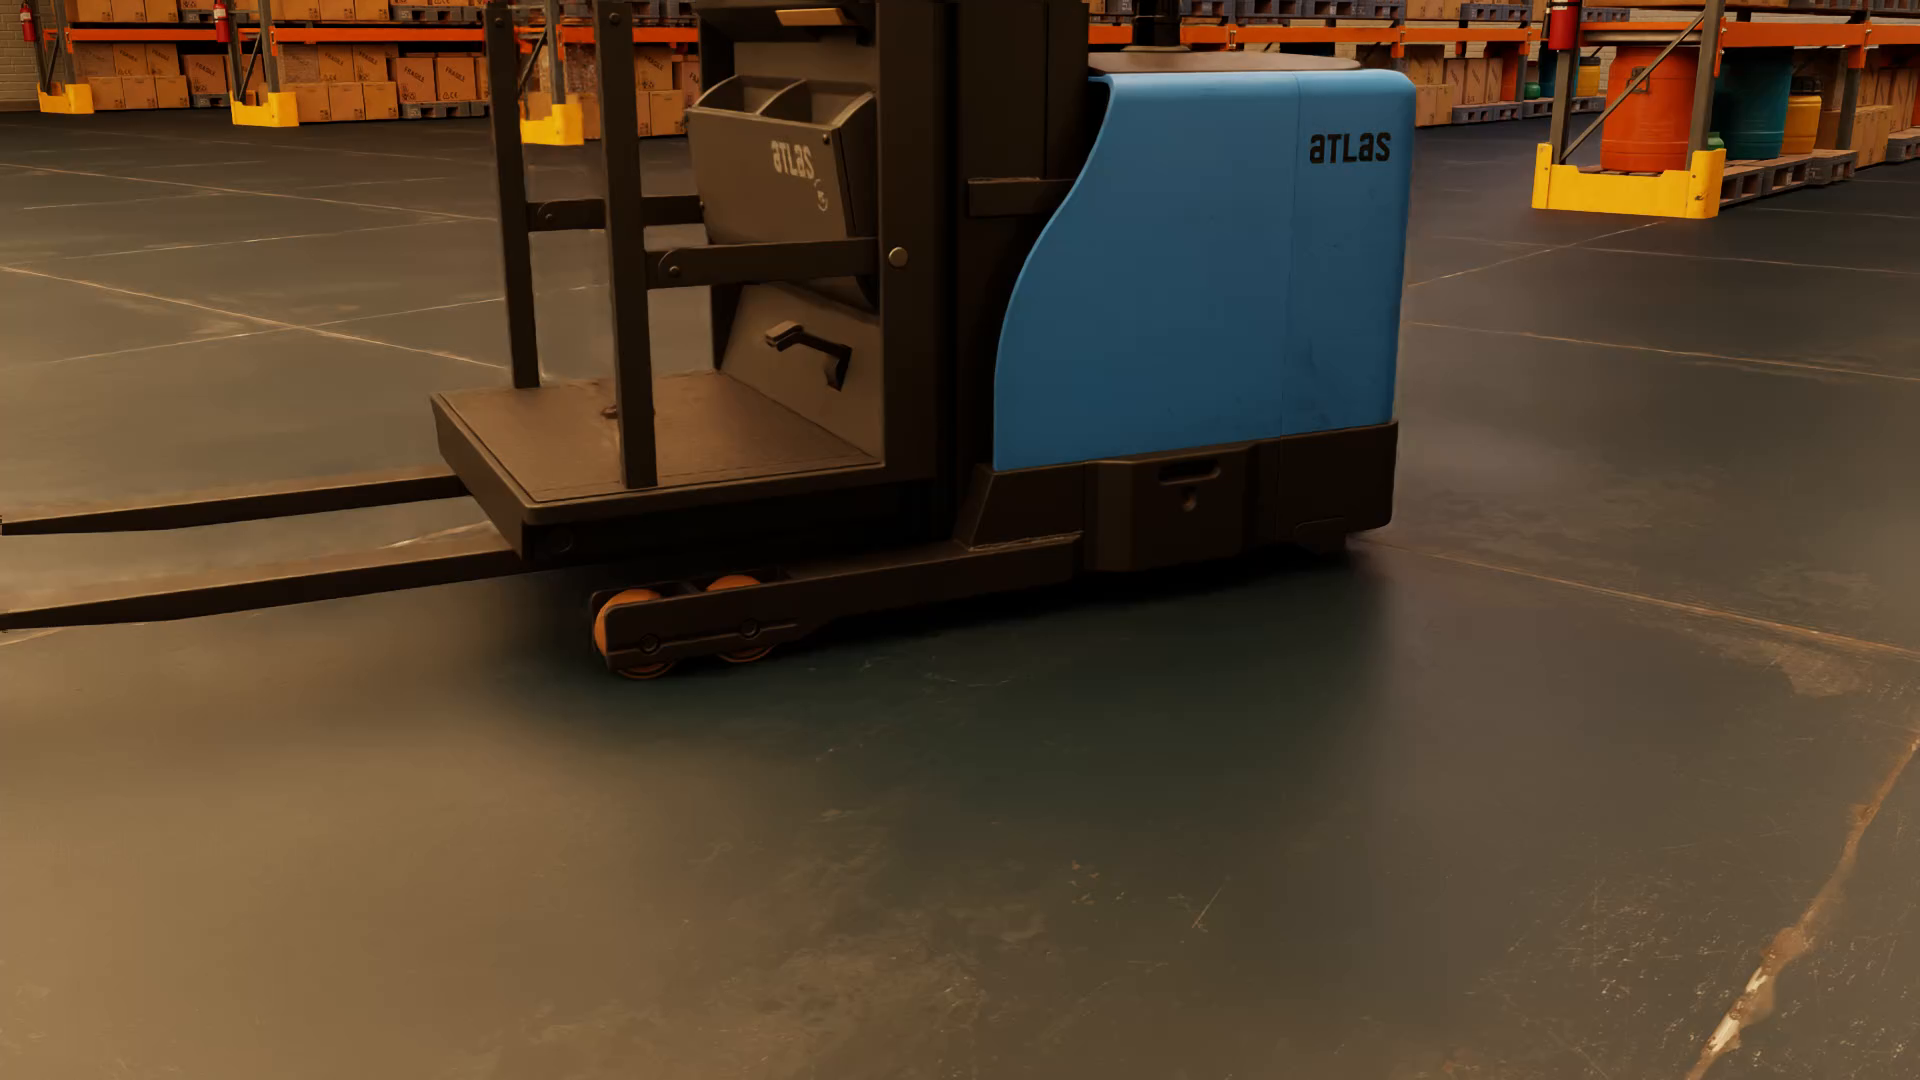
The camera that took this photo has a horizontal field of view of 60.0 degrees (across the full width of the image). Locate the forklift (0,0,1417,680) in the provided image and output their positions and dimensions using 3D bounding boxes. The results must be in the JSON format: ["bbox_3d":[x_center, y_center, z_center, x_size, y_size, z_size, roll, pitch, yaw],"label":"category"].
[{"bbox_3d":[-0.558,-1.318,3.237,3.031,2.935,1.130,-8,19,-25],"label":"forklift"}]
